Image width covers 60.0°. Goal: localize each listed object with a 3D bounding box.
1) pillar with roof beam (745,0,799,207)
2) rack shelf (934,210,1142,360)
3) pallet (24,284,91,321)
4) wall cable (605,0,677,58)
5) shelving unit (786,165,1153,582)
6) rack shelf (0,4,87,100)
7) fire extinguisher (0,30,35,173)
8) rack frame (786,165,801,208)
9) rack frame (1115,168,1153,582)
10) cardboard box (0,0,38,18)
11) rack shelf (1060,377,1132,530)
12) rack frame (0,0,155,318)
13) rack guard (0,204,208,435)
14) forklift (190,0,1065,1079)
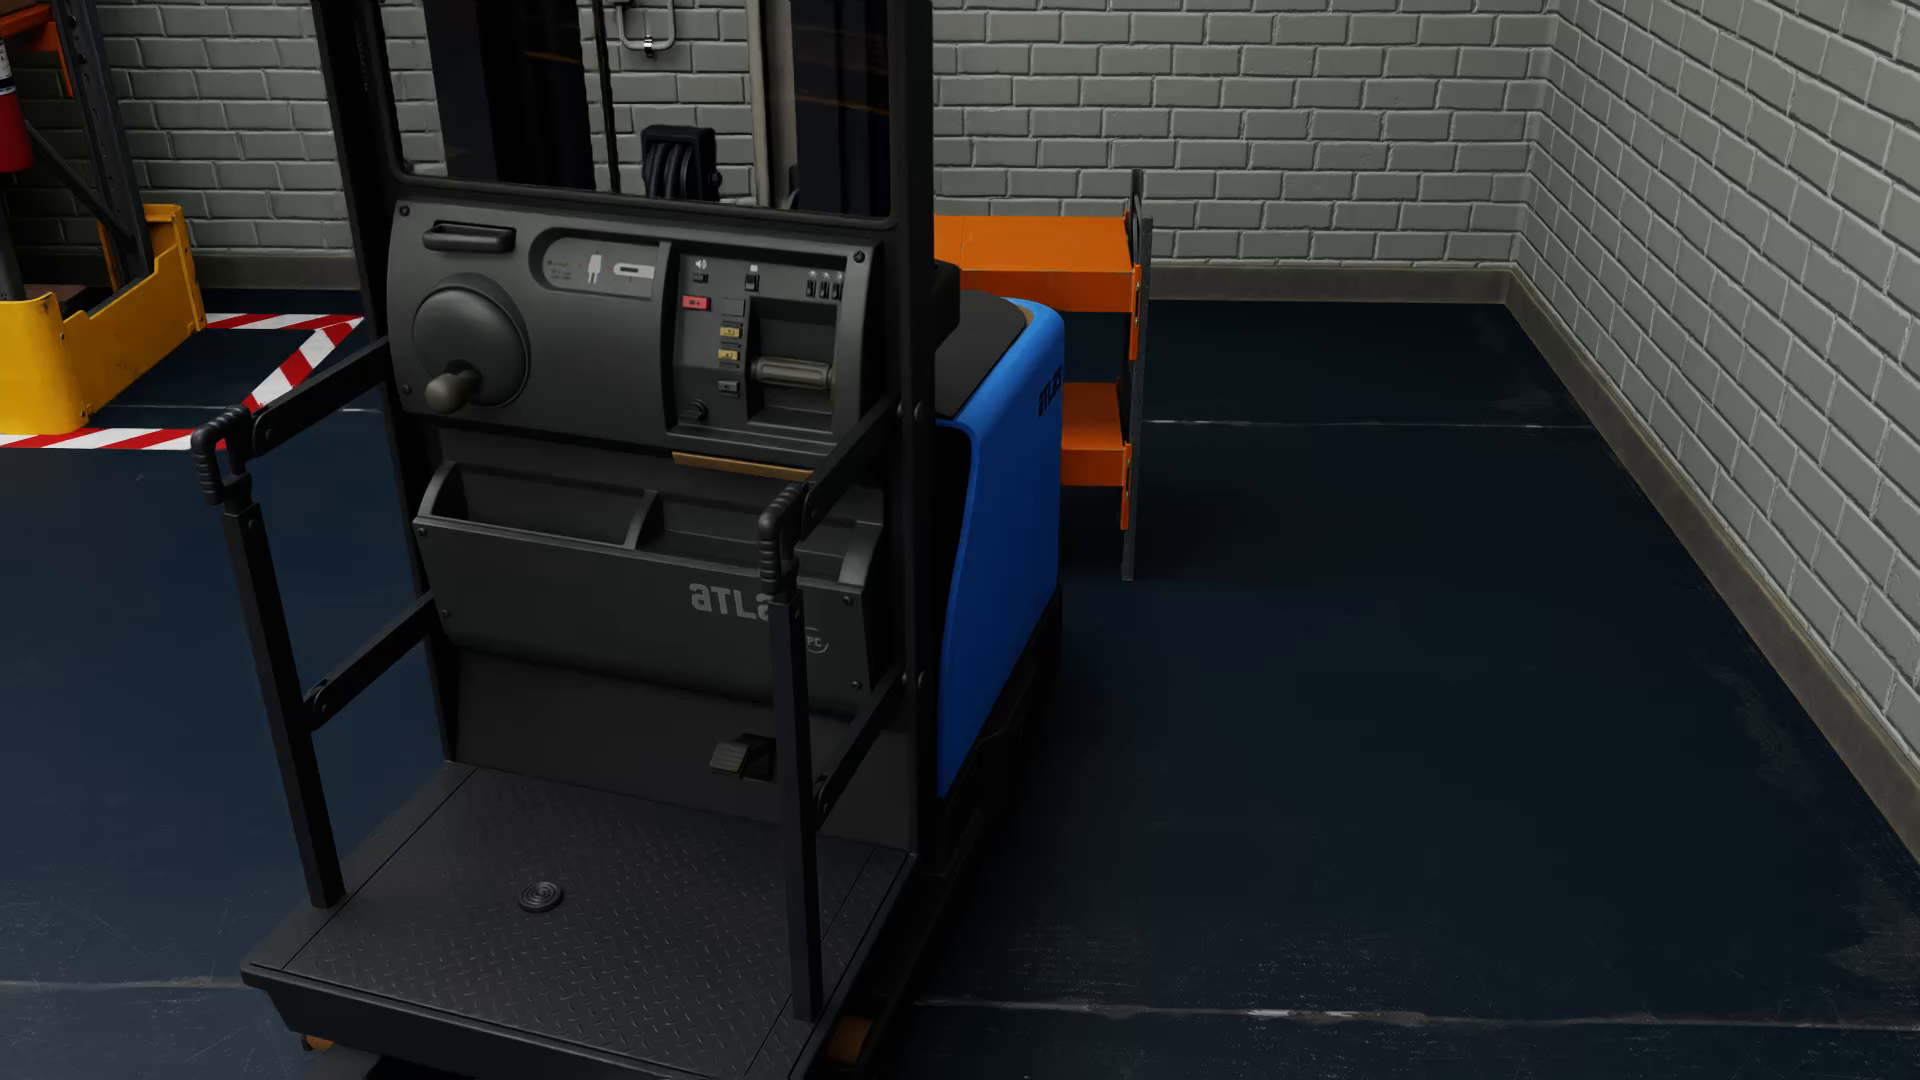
[{"bbox_3d":[-0.779,-2.972,1.249,0.400,9.000,9.100,1,28,2],"label":"pillar with roof beam"},{"bbox_3d":[0.007,-0.755,4.849,1.000,0.278,0.538,1,28,2],"label":"rack shelf"},{"bbox_3d":[-4.158,-0.721,6.385,1.213,0.211,1.003,1,28,2],"label":"pallet"},{"bbox_3d":[-2.043,-2.847,6.333,1.851,1.984,0.084,1,28,2],"label":"wall cable"},{"bbox_3d":[0.007,-0.497,4.986,1.048,1.125,0.538,1,28,2],"label":"shelving unit"},{"bbox_3d":[-5.355,-1.692,6.007,4.000,0.370,1.077,1,28,2],"label":"rack shelf"},{"bbox_3d":[-3.222,-1.559,5.469,0.183,0.674,0.296,1,28,2],"label":"fire extinguisher"},{"bbox_3d":[-0.501,-0.505,5.002,0.032,1.125,0.500,1,28,2],"label":"rack frame"},{"bbox_3d":[0.515,-0.488,4.970,0.032,1.125,0.500,1,28,2],"label":"rack frame"},{"bbox_3d":[-3.866,-2.113,5.713,0.700,0.700,0.980,2,28,4],"label":"cardboard box"},{"bbox_3d":[0.007,-0.281,5.101,1.000,0.278,0.538,1,28,2],"label":"rack shelf"},{"bbox_3d":[-3.356,-1.976,5.776,0.127,3.000,1.000,1,28,2],"label":"rack frame"},{"bbox_3d":[-3.332,-0.872,6.360,0.348,0.500,1.175,1,28,2],"label":"rack guard"},{"bbox_3d":[-0.659,-0.338,2.758,1.130,2.935,3.031,8,29,15],"label":"forklift"}]
